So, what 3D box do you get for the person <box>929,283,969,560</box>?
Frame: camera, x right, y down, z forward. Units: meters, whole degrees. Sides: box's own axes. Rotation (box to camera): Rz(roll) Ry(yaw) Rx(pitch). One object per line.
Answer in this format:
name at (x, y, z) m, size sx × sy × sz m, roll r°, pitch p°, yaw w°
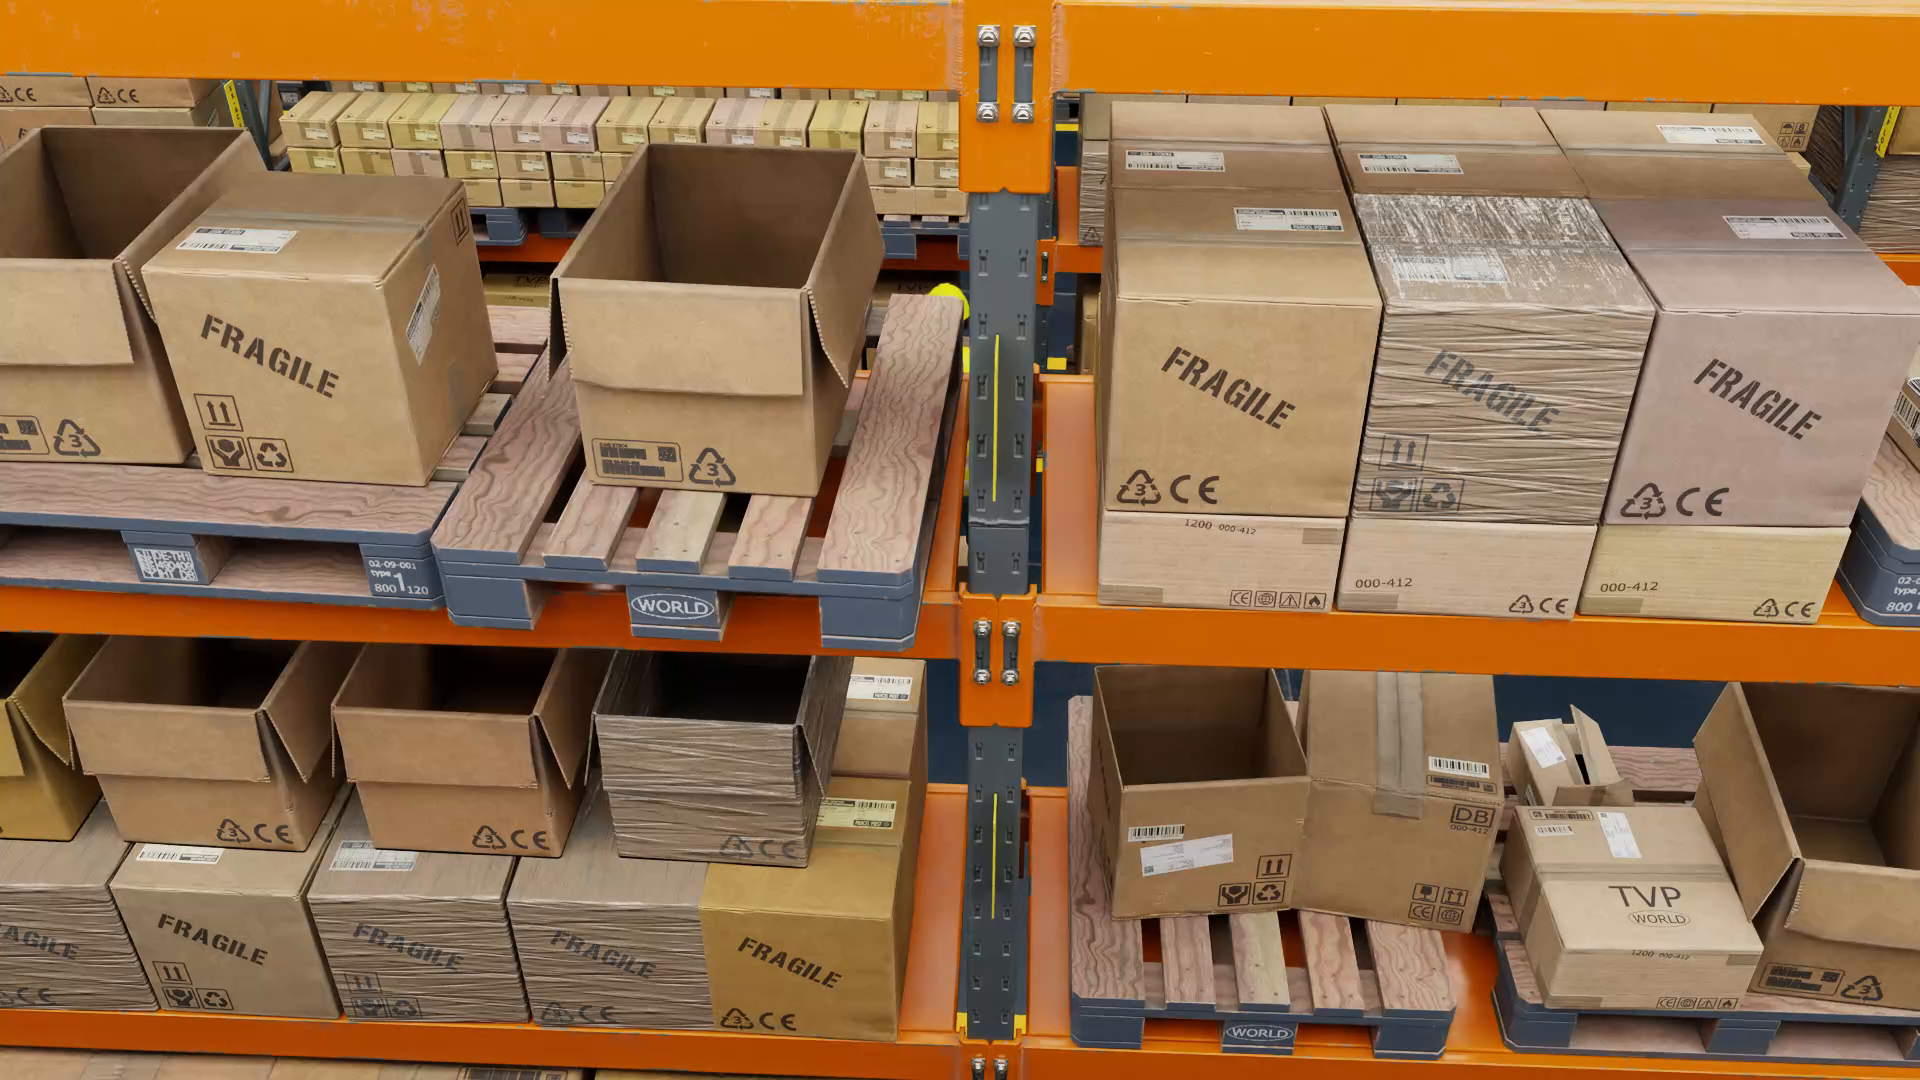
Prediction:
person at (-0.037, -0.332, 7.567) m, size 0.634 × 1.760 × 0.463 m, roll 1°, pitch 35°, yaw 1°
